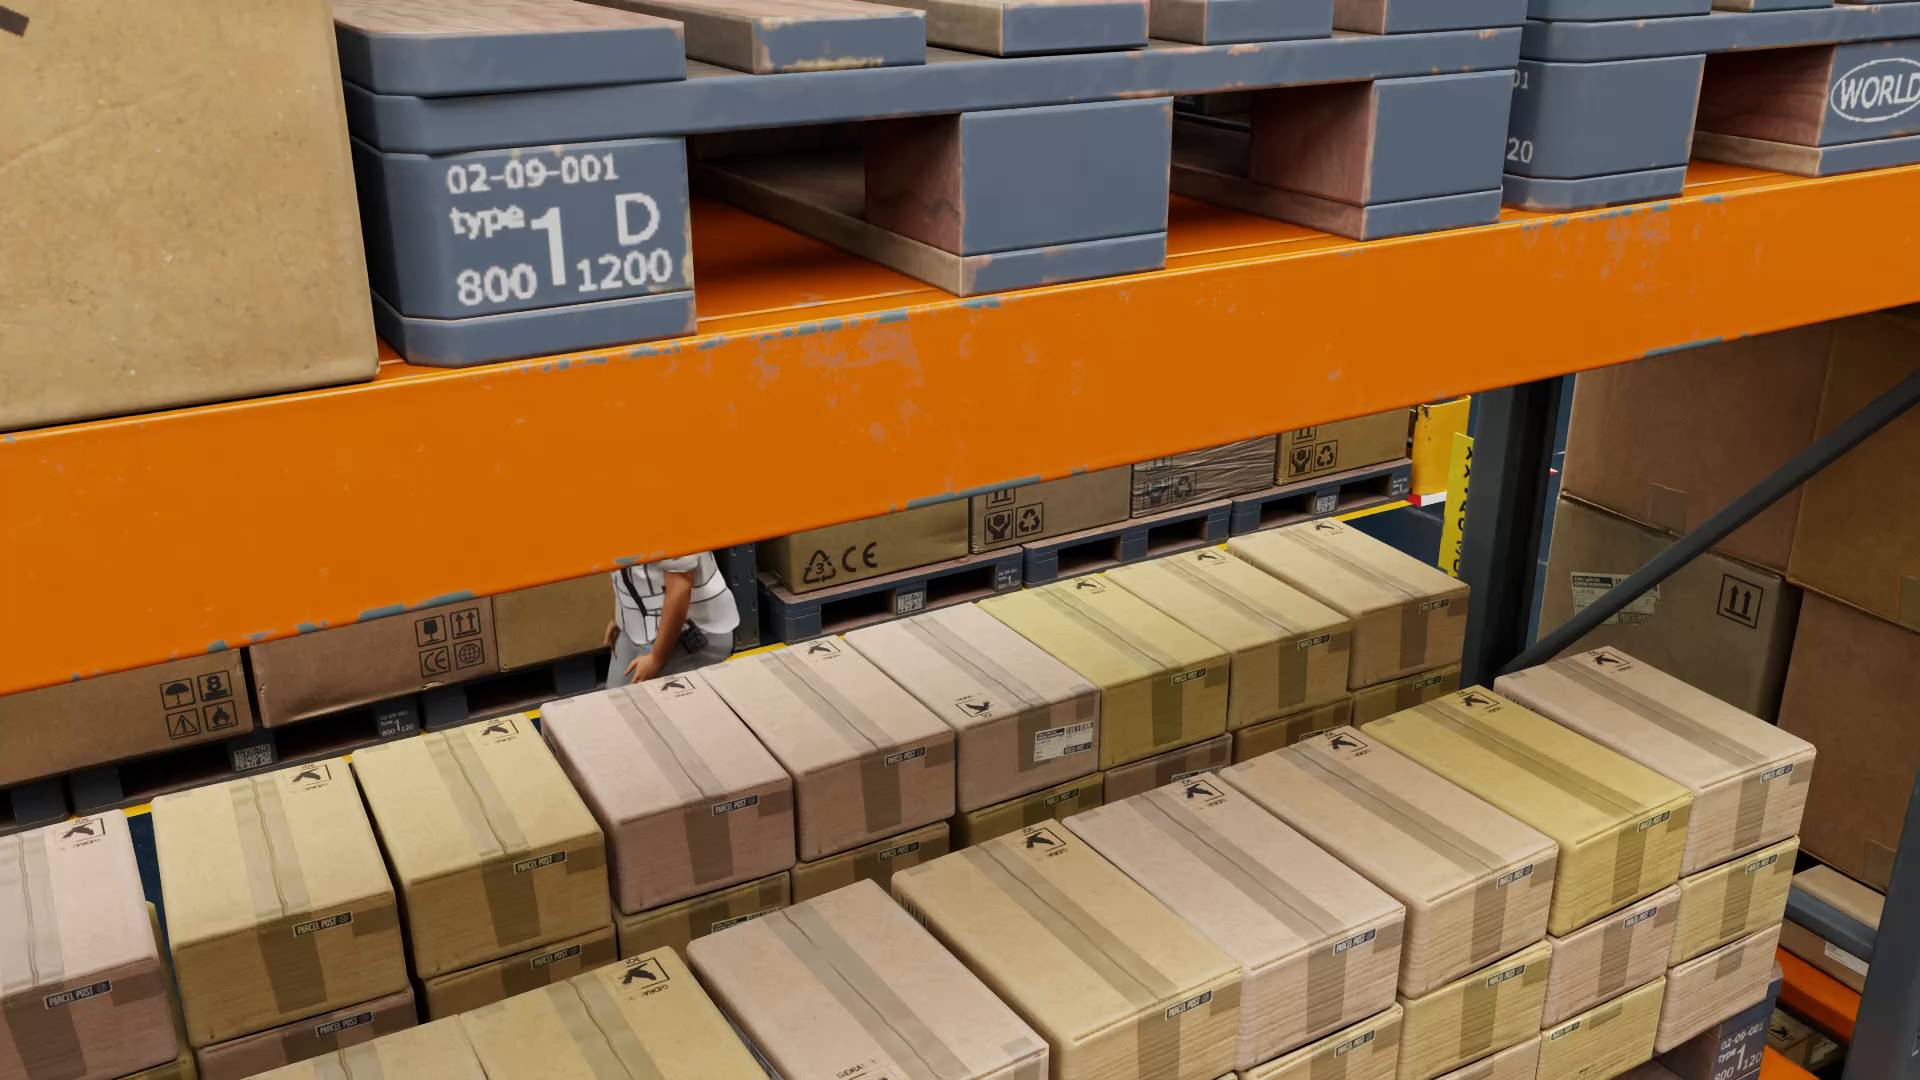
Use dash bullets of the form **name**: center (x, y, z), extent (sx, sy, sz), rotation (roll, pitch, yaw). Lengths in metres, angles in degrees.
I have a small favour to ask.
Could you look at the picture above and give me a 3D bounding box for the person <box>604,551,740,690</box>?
- **person**: center (-0.970, 0.318, 5.388), extent (0.496, 1.611, 0.500), rotation (-12, 25, -27)
